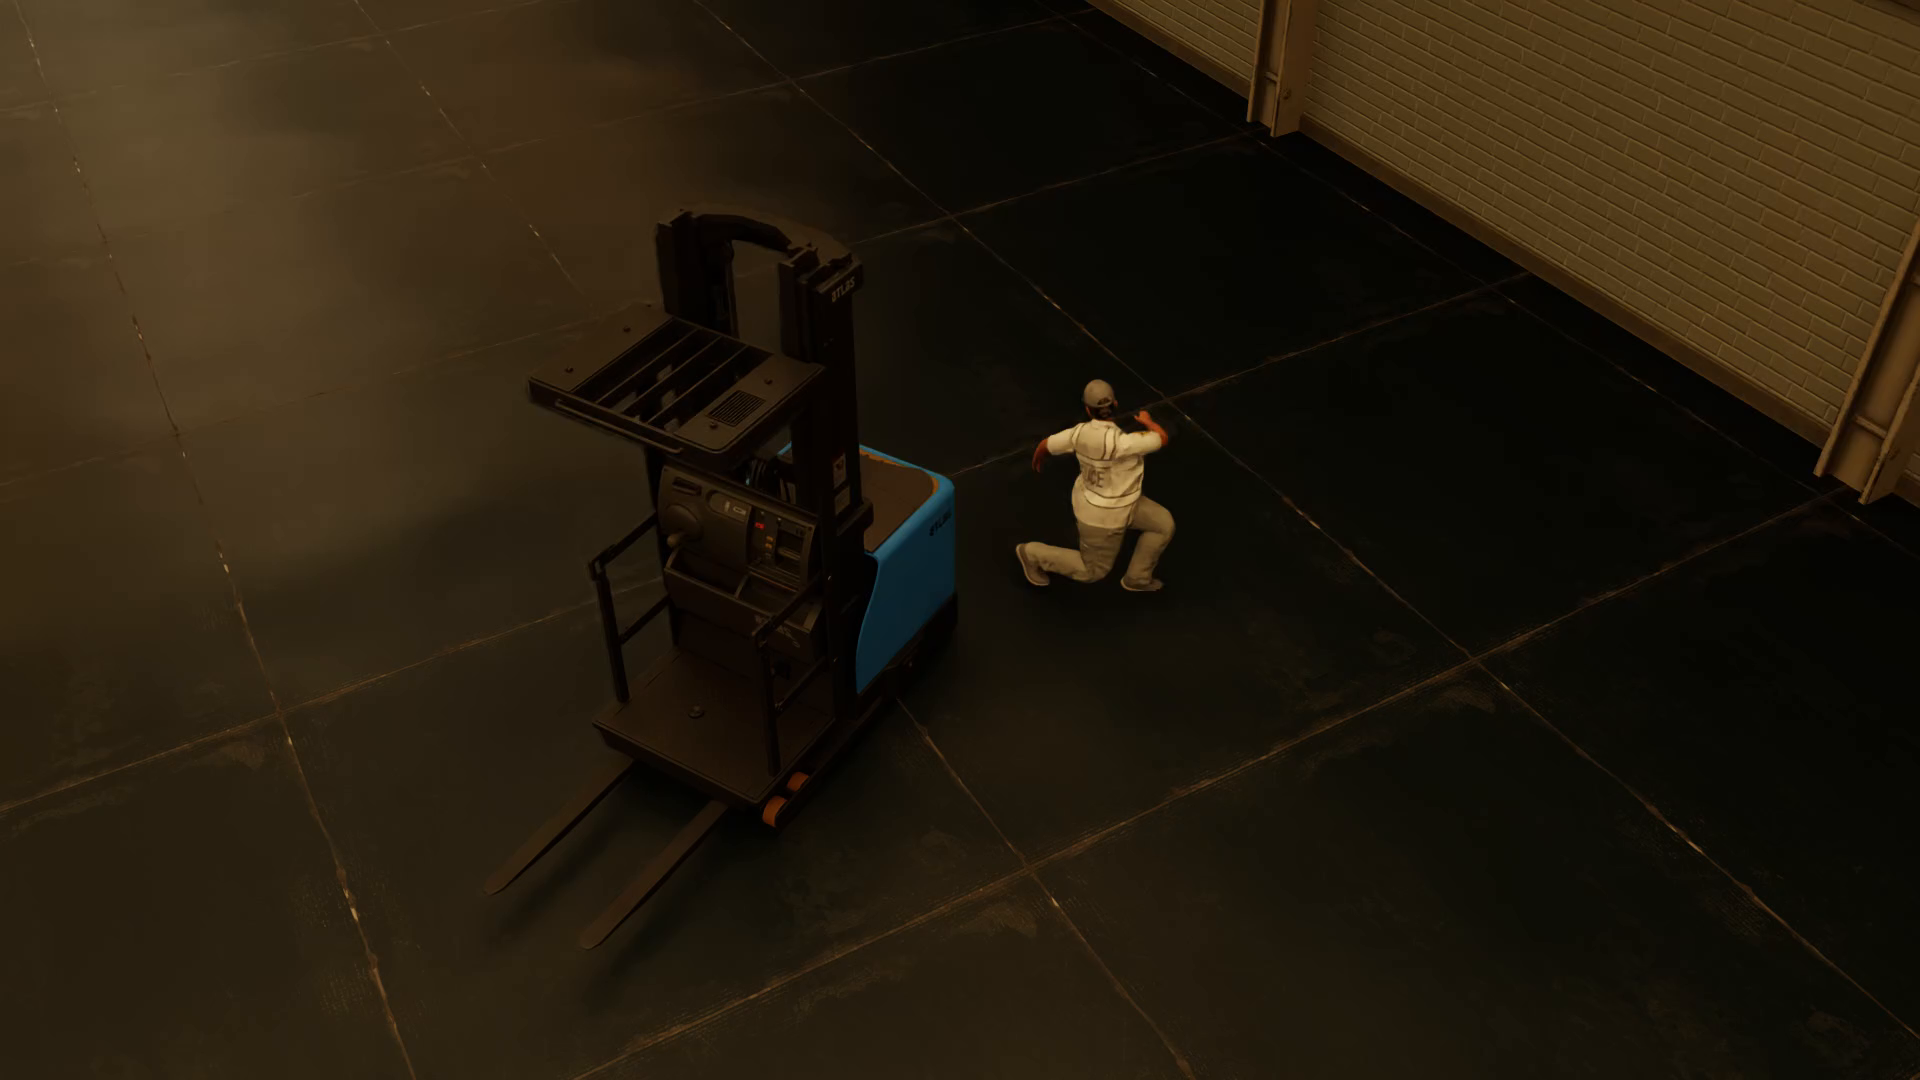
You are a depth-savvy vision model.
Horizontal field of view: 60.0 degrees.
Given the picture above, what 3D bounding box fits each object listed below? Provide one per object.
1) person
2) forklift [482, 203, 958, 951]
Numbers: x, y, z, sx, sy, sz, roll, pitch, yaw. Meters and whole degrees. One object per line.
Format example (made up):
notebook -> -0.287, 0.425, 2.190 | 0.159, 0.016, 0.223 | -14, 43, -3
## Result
person -> 0.793, -0.301, 9.651 | 0.928, 1.440, 0.699 | -2, 40, -3
forklift -> -1.212, 0.009, 8.025 | 1.130, 2.935, 3.031 | 21, 44, 24
